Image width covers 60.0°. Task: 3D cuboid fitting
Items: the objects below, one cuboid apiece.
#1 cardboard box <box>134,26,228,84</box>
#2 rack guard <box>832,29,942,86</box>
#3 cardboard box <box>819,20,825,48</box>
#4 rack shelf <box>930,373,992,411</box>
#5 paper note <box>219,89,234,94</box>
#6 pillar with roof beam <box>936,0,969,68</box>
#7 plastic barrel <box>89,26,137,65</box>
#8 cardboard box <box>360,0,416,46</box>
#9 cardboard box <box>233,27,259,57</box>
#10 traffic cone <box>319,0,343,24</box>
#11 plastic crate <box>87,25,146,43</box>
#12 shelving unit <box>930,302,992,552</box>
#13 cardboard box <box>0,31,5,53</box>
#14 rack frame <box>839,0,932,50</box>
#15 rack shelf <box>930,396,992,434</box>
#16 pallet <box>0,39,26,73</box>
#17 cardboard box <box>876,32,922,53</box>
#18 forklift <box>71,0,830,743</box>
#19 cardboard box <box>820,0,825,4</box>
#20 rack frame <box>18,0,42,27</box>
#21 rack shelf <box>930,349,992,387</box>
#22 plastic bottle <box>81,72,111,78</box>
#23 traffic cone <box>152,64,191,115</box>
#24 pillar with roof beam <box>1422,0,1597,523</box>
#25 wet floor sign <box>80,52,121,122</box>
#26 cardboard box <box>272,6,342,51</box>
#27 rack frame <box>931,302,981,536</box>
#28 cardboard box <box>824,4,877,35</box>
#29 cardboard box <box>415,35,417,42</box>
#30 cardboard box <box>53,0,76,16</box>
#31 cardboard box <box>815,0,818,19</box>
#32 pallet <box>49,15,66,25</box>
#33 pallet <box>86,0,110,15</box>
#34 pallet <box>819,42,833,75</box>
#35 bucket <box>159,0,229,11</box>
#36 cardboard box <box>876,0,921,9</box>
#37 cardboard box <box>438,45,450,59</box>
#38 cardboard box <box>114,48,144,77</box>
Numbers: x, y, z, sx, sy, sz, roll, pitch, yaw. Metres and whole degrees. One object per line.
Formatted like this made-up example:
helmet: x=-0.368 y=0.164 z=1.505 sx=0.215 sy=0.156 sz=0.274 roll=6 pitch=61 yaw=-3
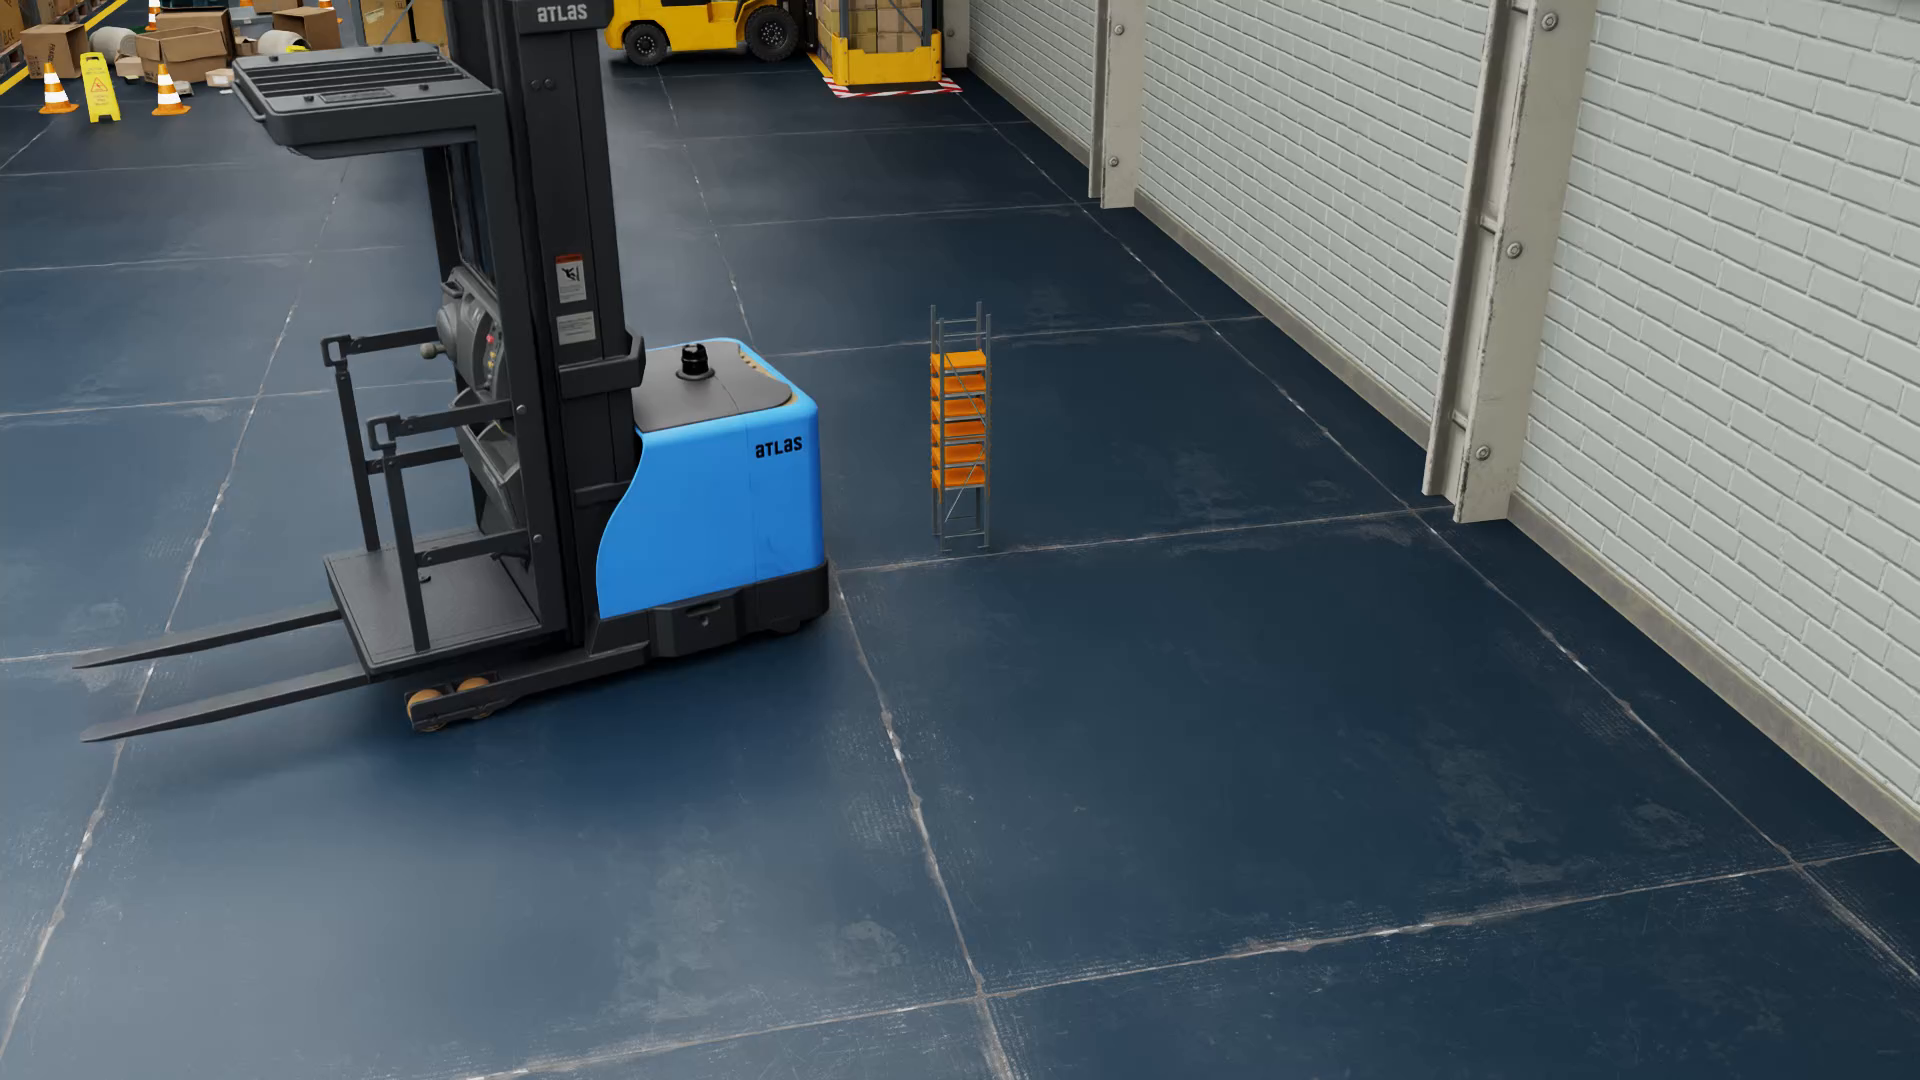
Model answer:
cardboard box: x=-8.499 y=-5.290 z=18.173 sx=0.637 sy=0.503 sz=0.797 roll=19 pitch=32 yaw=32
rack guard: x=-0.796 y=-5.270 z=18.136 sx=1.175 sy=0.500 sz=0.348 roll=-6 pitch=27 yaw=-12
cardboard box: x=-1.318 y=-5.750 z=18.898 sx=0.500 sy=0.250 sz=0.500 roll=-6 pitch=27 yaw=-12
rack shelf: x=0.003 y=-0.704 z=7.879 sx=0.258 sy=0.103 sz=0.180 roll=-6 pitch=27 yaw=-12
paper note: x=-7.789 y=-4.778 z=17.683 sx=0.148 sy=0.019 sz=0.142 roll=-16 pitch=31 yaw=-29
pillar with roof beam: x=-4.274 y=-9.035 z=16.163 sx=9.100 sy=9.000 sz=0.400 roll=-6 pitch=27 yaw=-12
plastic barrel: x=-9.588 y=-5.607 z=18.890 sx=0.512 sy=0.421 sz=0.421 roll=13 pitch=30 yaw=24
cardboard box: x=-6.071 y=-5.511 z=17.592 sx=0.500 sy=0.500 sz=0.500 roll=-6 pitch=27 yaw=-11
cardboard box: x=-8.445 y=-5.851 z=19.547 sx=0.396 sy=0.266 sz=0.258 roll=19 pitch=32 yaw=32
traffic cone: x=-8.181 y=-6.916 z=21.439 sx=0.336 sy=0.463 sz=0.334 roll=-6 pitch=27 yaw=-12
plastic crate: x=-10.022 y=-5.927 z=19.720 sx=0.450 sy=0.188 sz=0.662 roll=-2 pitch=25 yaw=20
shelving unit: x=0.003 y=-0.529 z=7.967 sx=0.258 sy=1.200 sz=0.189 roll=-6 pitch=27 yaw=-12
cardboard box: x=-11.057 y=-5.660 z=18.027 sx=0.875 sy=0.875 sz=0.875 roll=-6 pitch=27 yaw=-11
rack frame: x=-0.801 y=-6.396 z=17.594 sx=1.000 sy=3.000 sz=0.127 roll=-6 pitch=27 yaw=-12
rack shelf: x=0.003 y=-0.597 z=7.933 sx=0.258 sy=0.103 sz=0.180 roll=-6 pitch=27 yaw=-12
pallet: x=-11.243 y=-5.513 z=18.938 sx=1.003 sy=0.211 sz=1.213 roll=-6 pitch=27 yaw=-12
cardboard box: x=-0.722 y=-5.592 z=18.585 sx=0.500 sy=0.250 sz=0.500 roll=-6 pitch=27 yaw=-11
forklift: x=-2.133 y=-0.807 z=6.596 sx=3.031 sy=2.935 sz=1.130 roll=-14 pitch=30 yaw=-25
cardboard box: x=-1.330 y=-6.197 z=18.674 sx=0.500 sy=0.250 sz=0.500 roll=-5 pitch=27 yaw=-11
rack frame: x=-11.338 y=-7.100 z=18.987 sx=1.000 sy=3.000 sz=0.127 roll=-6 pitch=27 yaw=-12
rack shelf: x=0.003 y=-0.811 z=7.825 sx=0.258 sy=0.103 sz=0.180 roll=-6 pitch=27 yaw=-12
plastic bottle: x=-9.546 y=-5.142 z=18.370 sx=0.283 sy=0.061 sz=0.133 roll=-16 pitch=31 yaw=-29
traffic cone: x=-7.995 y=-4.554 z=16.759 sx=0.336 sy=0.463 sz=0.334 roll=-6 pitch=27 yaw=-12
pillar with roof beam: x=-1.570 y=-3.767 z=5.726 sx=9.100 sy=9.000 sz=0.400 roll=-6 pitch=27 yaw=-12
wet floor sign: x=-8.501 y=-4.481 z=16.412 sx=0.267 sy=0.644 sz=0.232 roll=-11 pitch=29 yaw=-20
cardboard box: x=-7.622 y=-5.923 z=19.428 sx=0.500 sy=0.500 sz=0.500 roll=13 pitch=30 yaw=24
rack frame: x=-0.017 y=-0.569 z=8.047 sx=0.240 sy=1.200 sz=0.006 roll=-6 pitch=27 yaw=-12
cardboard box: x=-1.216 y=-5.761 z=18.367 sx=0.500 sy=0.250 sz=0.500 roll=-6 pitch=27 yaw=-12
cardboard box: x=-6.190 y=-5.406 z=18.218 sx=0.500 sy=0.250 sz=0.500 roll=-6 pitch=27 yaw=-11
cardboard box: x=-11.779 y=-6.970 z=20.761 sx=1.050 sy=0.750 sz=0.750 roll=-6 pitch=27 yaw=-12
cardboard box: x=-1.455 y=-6.207 z=19.250 sx=0.500 sy=0.250 sz=0.500 roll=-7 pitch=28 yaw=-13
pallet: x=-11.585 y=-6.186 z=20.271 sx=1.003 sy=0.211 sz=1.213 roll=-6 pitch=27 yaw=-12
pallet: x=-12.135 y=-7.257 z=22.394 sx=1.003 sy=0.211 sz=1.213 roll=-6 pitch=27 yaw=-12
pallet: x=-1.015 y=-5.483 z=18.879 sx=1.003 sy=0.211 sz=1.213 roll=-6 pitch=27 yaw=-12
bucket: x=-9.061 y=-6.491 z=19.728 sx=0.726 sy=0.611 sz=0.620 roll=3 pitch=17 yaw=6
cardboard box: x=-0.725 y=-6.033 z=18.350 sx=0.500 sy=0.250 sz=0.500 roll=-6 pitch=27 yaw=-12
cardboard box: x=-5.549 y=-5.233 z=17.874 sx=0.500 sy=0.250 sz=0.500 roll=-6 pitch=27 yaw=-12
cardboard box: x=-9.156 y=-5.312 z=18.479 sx=0.396 sy=0.266 sz=0.258 roll=-1 pitch=27 yaw=-3
